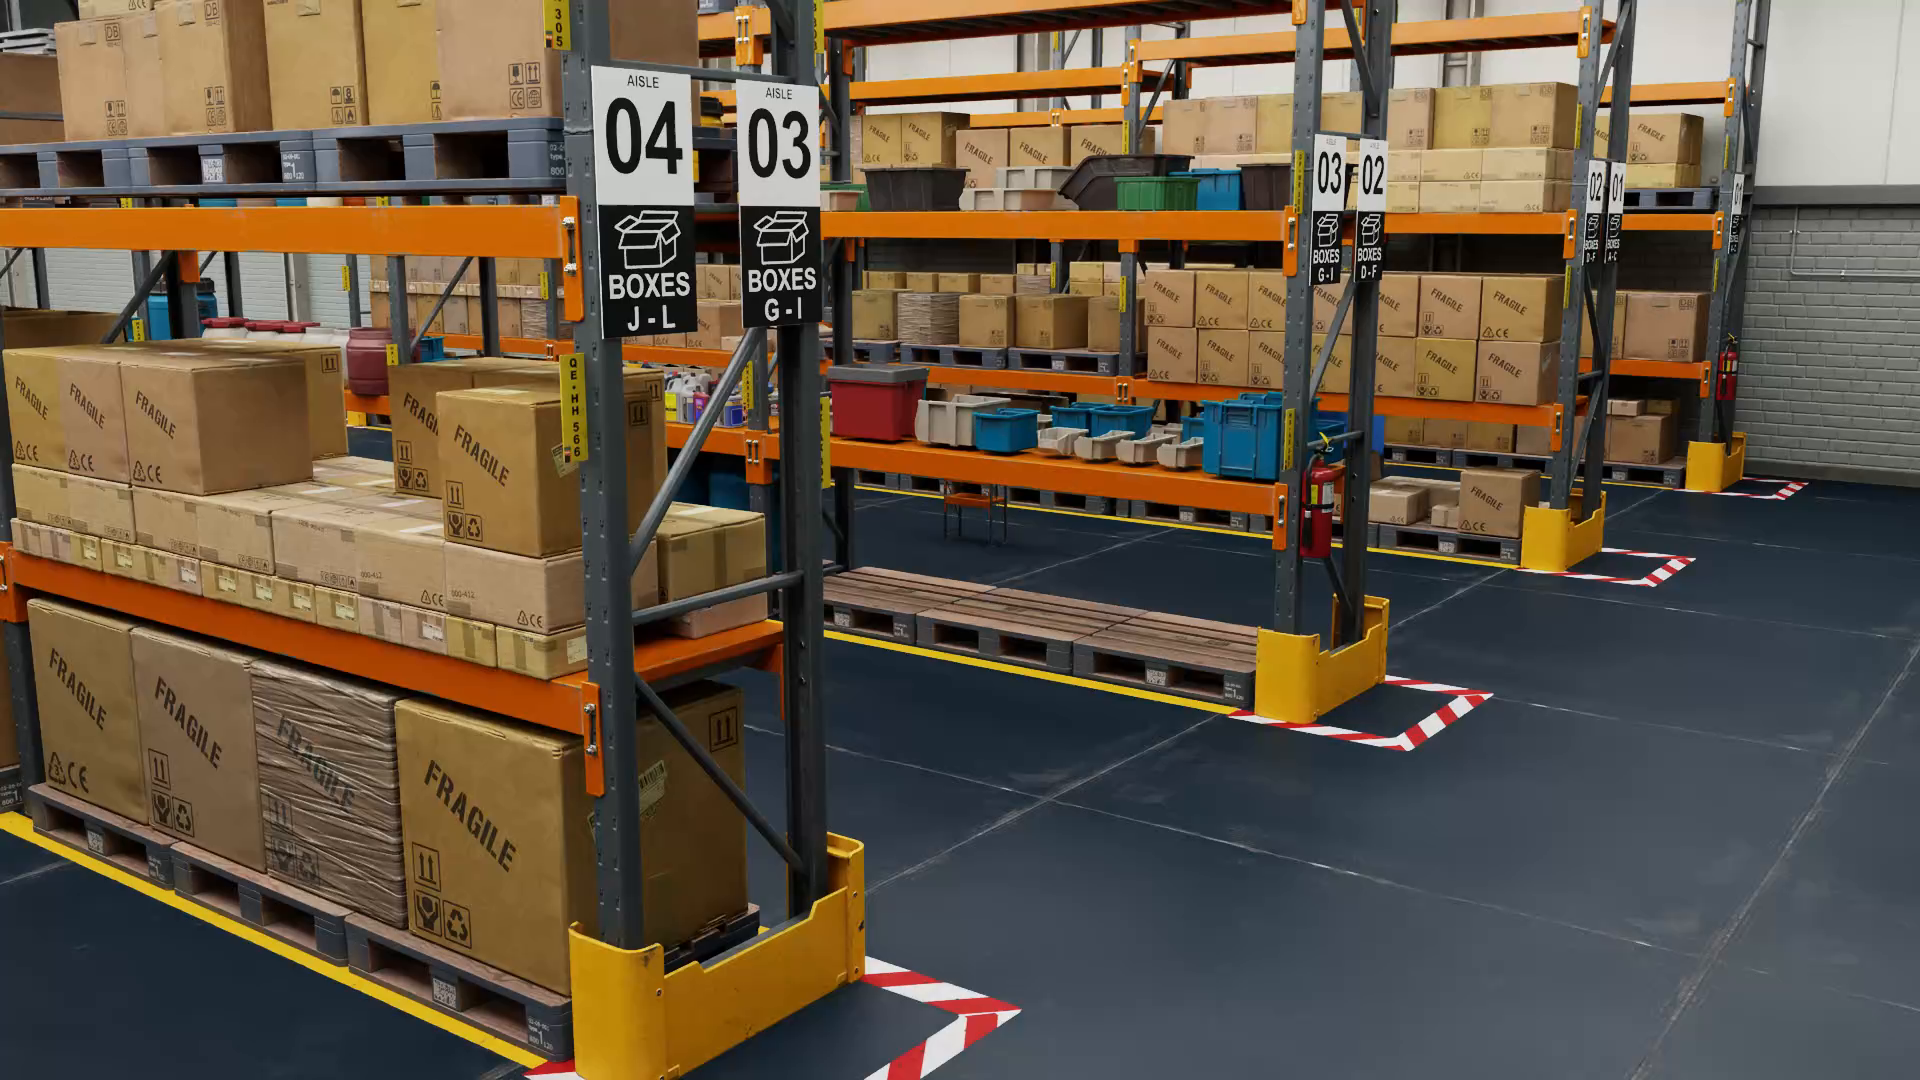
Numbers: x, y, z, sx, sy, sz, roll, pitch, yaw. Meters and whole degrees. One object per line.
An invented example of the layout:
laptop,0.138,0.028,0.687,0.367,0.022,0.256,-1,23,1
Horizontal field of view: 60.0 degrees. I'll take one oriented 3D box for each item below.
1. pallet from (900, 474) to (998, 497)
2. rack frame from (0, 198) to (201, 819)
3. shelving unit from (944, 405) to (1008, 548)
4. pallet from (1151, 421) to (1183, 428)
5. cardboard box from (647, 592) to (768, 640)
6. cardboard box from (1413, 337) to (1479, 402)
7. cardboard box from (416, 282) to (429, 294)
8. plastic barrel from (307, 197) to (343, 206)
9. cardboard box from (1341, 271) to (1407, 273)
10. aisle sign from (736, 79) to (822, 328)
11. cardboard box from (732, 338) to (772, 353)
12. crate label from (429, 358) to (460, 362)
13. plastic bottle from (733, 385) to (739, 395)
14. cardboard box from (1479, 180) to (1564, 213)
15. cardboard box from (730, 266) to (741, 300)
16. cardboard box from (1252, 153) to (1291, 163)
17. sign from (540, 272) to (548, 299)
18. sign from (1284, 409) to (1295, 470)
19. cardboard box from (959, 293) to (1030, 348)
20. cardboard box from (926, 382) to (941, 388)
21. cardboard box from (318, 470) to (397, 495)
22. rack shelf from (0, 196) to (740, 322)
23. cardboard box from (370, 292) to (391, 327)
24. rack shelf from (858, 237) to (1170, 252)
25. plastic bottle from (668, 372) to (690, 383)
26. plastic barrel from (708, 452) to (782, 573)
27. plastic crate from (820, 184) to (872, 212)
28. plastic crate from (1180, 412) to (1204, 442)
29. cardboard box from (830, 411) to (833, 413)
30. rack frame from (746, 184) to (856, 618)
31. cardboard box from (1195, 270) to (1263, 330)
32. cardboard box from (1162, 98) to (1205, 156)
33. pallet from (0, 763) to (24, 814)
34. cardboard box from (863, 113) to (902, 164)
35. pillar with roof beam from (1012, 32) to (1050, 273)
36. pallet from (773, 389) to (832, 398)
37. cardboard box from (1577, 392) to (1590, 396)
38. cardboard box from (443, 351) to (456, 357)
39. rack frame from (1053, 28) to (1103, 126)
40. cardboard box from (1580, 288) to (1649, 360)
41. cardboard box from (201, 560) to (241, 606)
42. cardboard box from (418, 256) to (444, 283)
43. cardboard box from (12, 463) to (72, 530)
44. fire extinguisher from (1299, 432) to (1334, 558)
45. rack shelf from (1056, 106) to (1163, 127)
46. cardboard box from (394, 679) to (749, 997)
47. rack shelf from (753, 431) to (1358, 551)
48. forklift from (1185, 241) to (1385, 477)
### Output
pallet,0.147,-0.615,17.151,1.213,0.211,1.003,8,13,36
rack frame,-4.054,-0.245,7.898,0.127,3.000,1.000,8,13,36
shelving unit,0.133,-0.570,14.320,0.503,1.200,0.258,8,13,36
pallet,3.087,-1.363,21.019,1.213,0.211,1.003,8,13,36
cardboard box,-0.921,0.238,6.065,0.250,0.149,0.380,8,14,36
cardboard box,4.094,-1.427,13.744,0.500,0.500,0.500,8,14,36
cardboard box,-6.838,-3.285,21.640,0.250,0.149,0.380,7,13,34
plastic barrel,-5.510,-2.965,14.424,0.301,0.262,0.301,0,11,0
cardboard box,3.599,-2.113,14.659,0.500,0.500,0.500,8,13,35
aisle sign,-0.595,-1.109,5.522,0.004,0.787,0.394,8,13,36
cardboard box,-2.300,-2.146,18.387,0.250,0.149,0.380,8,13,36
crate label,-4.464,-1.475,14.699,0.416,0.233,0.303,8,13,36
plastic bottle,-1.721,-1.085,12.765,0.097,0.201,0.097,0,11,0
cardboard box,4.466,-2.728,13.230,0.500,0.250,0.500,8,13,36
cardboard box,-3.076,-3.843,24.864,0.500,0.500,0.500,7,13,34
cardboard box,2.857,-3.199,14.349,0.500,0.250,0.500,8,13,36
sign,-4.963,-3.039,19.854,0.005,0.325,0.100,8,13,36
sign,1.789,-0.547,9.032,0.005,0.325,0.100,8,13,36
cardboard box,0.352,-2.205,16.663,0.500,0.500,0.700,4,12,21
cardboard box,-0.270,-2.214,23.498,0.500,0.500,0.700,8,14,36
cardboard box,-2.307,-0.135,6.943,0.500,0.250,0.500,8,13,34
rack shelf,-2.442,-1.139,6.519,4.000,0.370,1.077,8,13,36
cardboard box,-7.491,-3.105,22.418,0.500,0.500,0.700,8,14,36
rack shelf,0.200,-3.105,16.680,4.000,0.370,1.077,8,13,36
plastic bottle,-2.204,-1.183,13.072,0.135,0.276,0.152,8,13,36
plastic barrel,-1.551,-0.243,12.306,0.708,0.901,0.600,8,13,36
plastic crate,-0.602,-2.370,11.545,0.662,0.188,0.450,8,13,36
plastic crate,1.567,-0.653,10.289,0.300,0.233,0.416,8,13,36
cardboard box,-1.214,-1.104,17.764,0.500,0.500,0.500,9,14,38
rack frame,-1.123,-1.003,11.817,0.127,3.000,1.000,8,13,36
cardboard box,2.442,-2.147,14.834,0.500,0.500,0.500,7,13,34
cardboard box,2.227,-3.725,15.093,0.500,0.500,0.700,8,13,36
pallet,-4.721,1.049,8.551,1.213,0.211,1.003,8,13,36
cardboard box,-0.653,-4.116,17.115,0.500,0.500,0.500,8,13,36
pillar with roof beam,-1.567,-5.534,19.445,0.400,9.000,9.100,8,13,36
pallet,-2.269,-2.120,24.933,1.213,0.211,1.003,8,13,36
cardboard box,6.951,-1.532,18.321,0.250,0.149,0.380,8,14,36
cardboard box,-7.251,-2.320,22.782,0.500,0.500,0.500,8,13,36
rack frame,1.517,-5.915,21.412,0.127,3.000,1.000,8,13,36
cardboard box,6.955,-2.353,18.006,0.700,0.700,0.980,8,13,35
cardboard box,-2.756,0.138,6.582,0.250,0.149,0.380,7,13,34
cardboard box,-6.615,-3.621,21.670,0.500,0.500,0.700,8,14,36
cardboard box,-3.831,-0.224,7.403,0.500,0.250,0.500,8,13,35
fire extinguisher,1.954,-0.246,9.088,0.183,0.674,0.296,8,13,36
rack shelf,3.129,-5.140,20.356,4.000,0.370,1.077,8,13,36
cardboard box,-1.394,0.982,6.044,0.875,0.875,0.875,8,13,36
rack shelf,0.489,-0.425,10.723,4.000,0.370,1.077,8,13,36
forklift,3.022,-2.148,17.916,3.031,2.935,1.130,8,14,37
